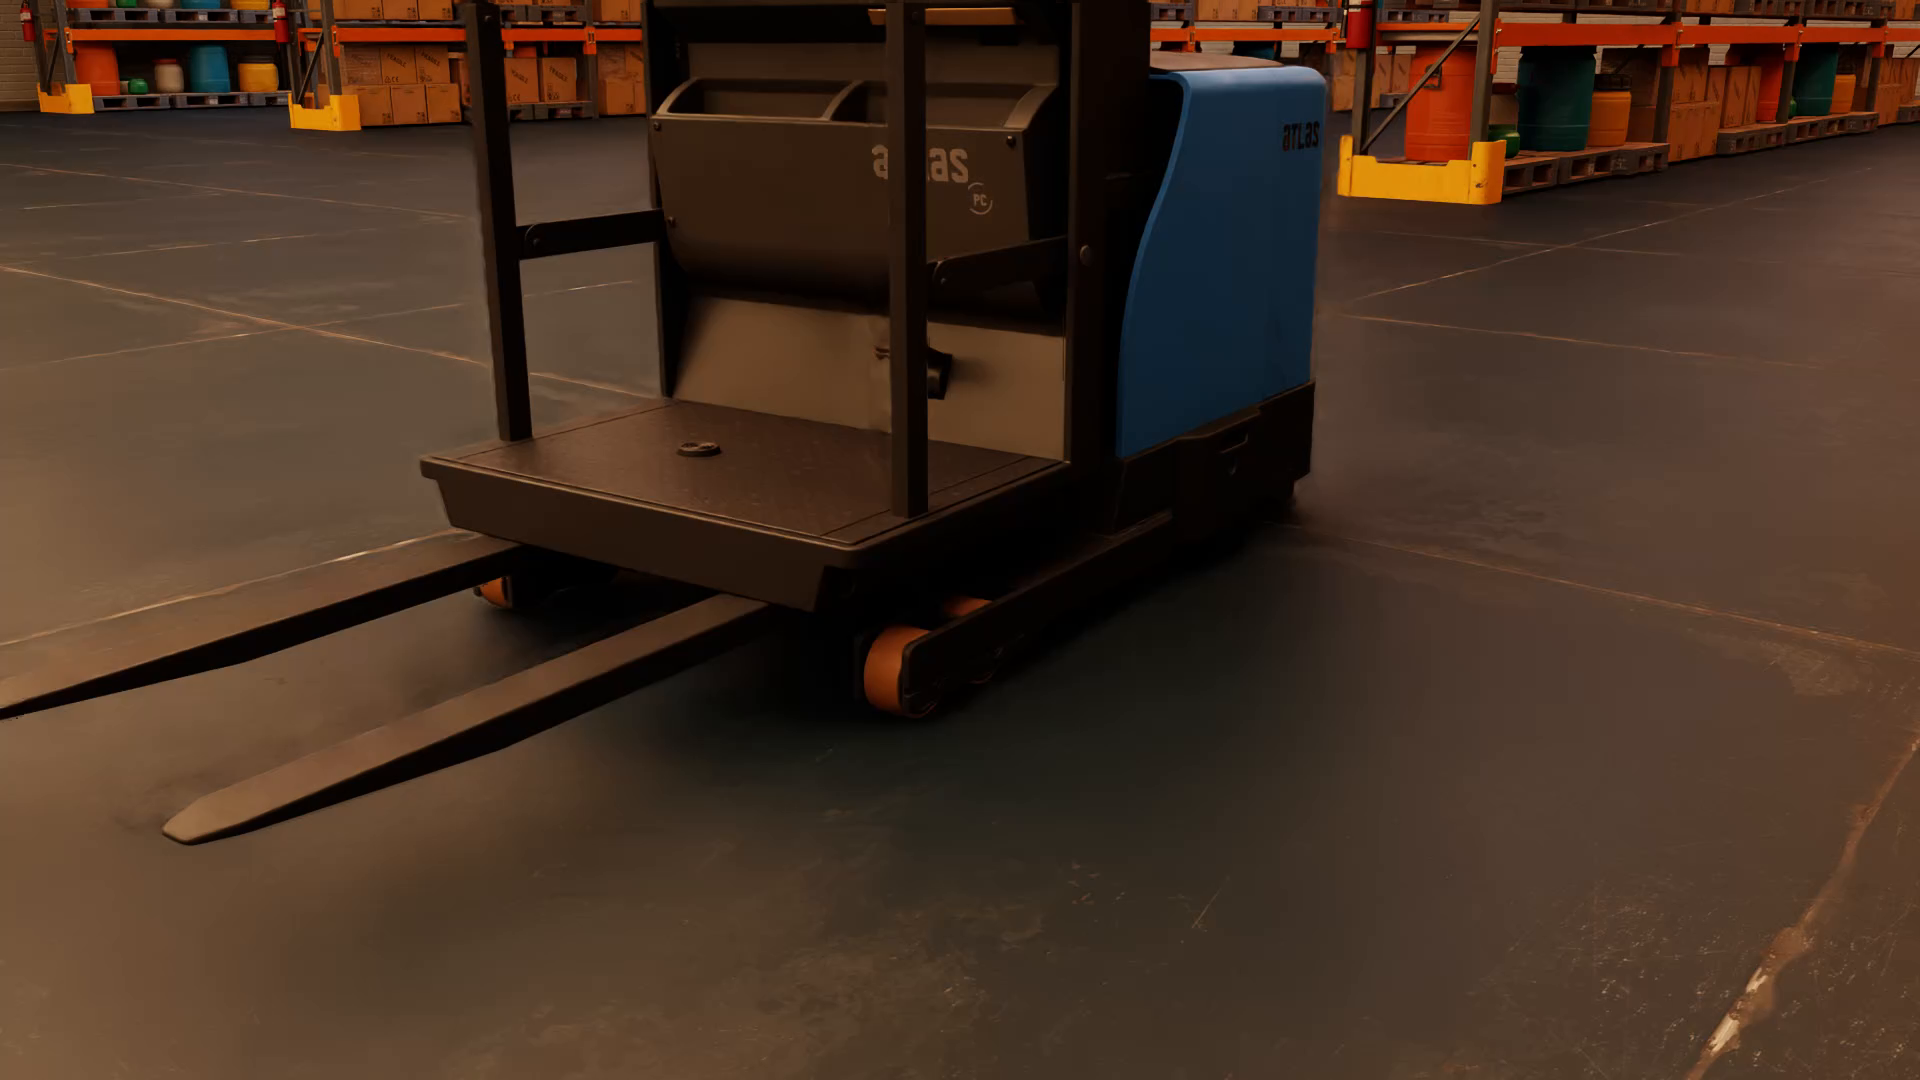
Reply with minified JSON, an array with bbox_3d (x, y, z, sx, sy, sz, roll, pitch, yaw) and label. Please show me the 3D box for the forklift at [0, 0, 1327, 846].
[{"bbox_3d":[-0.346,-1.246,3.001,1.130,2.935,3.031,11,20,33],"label":"forklift"}]
